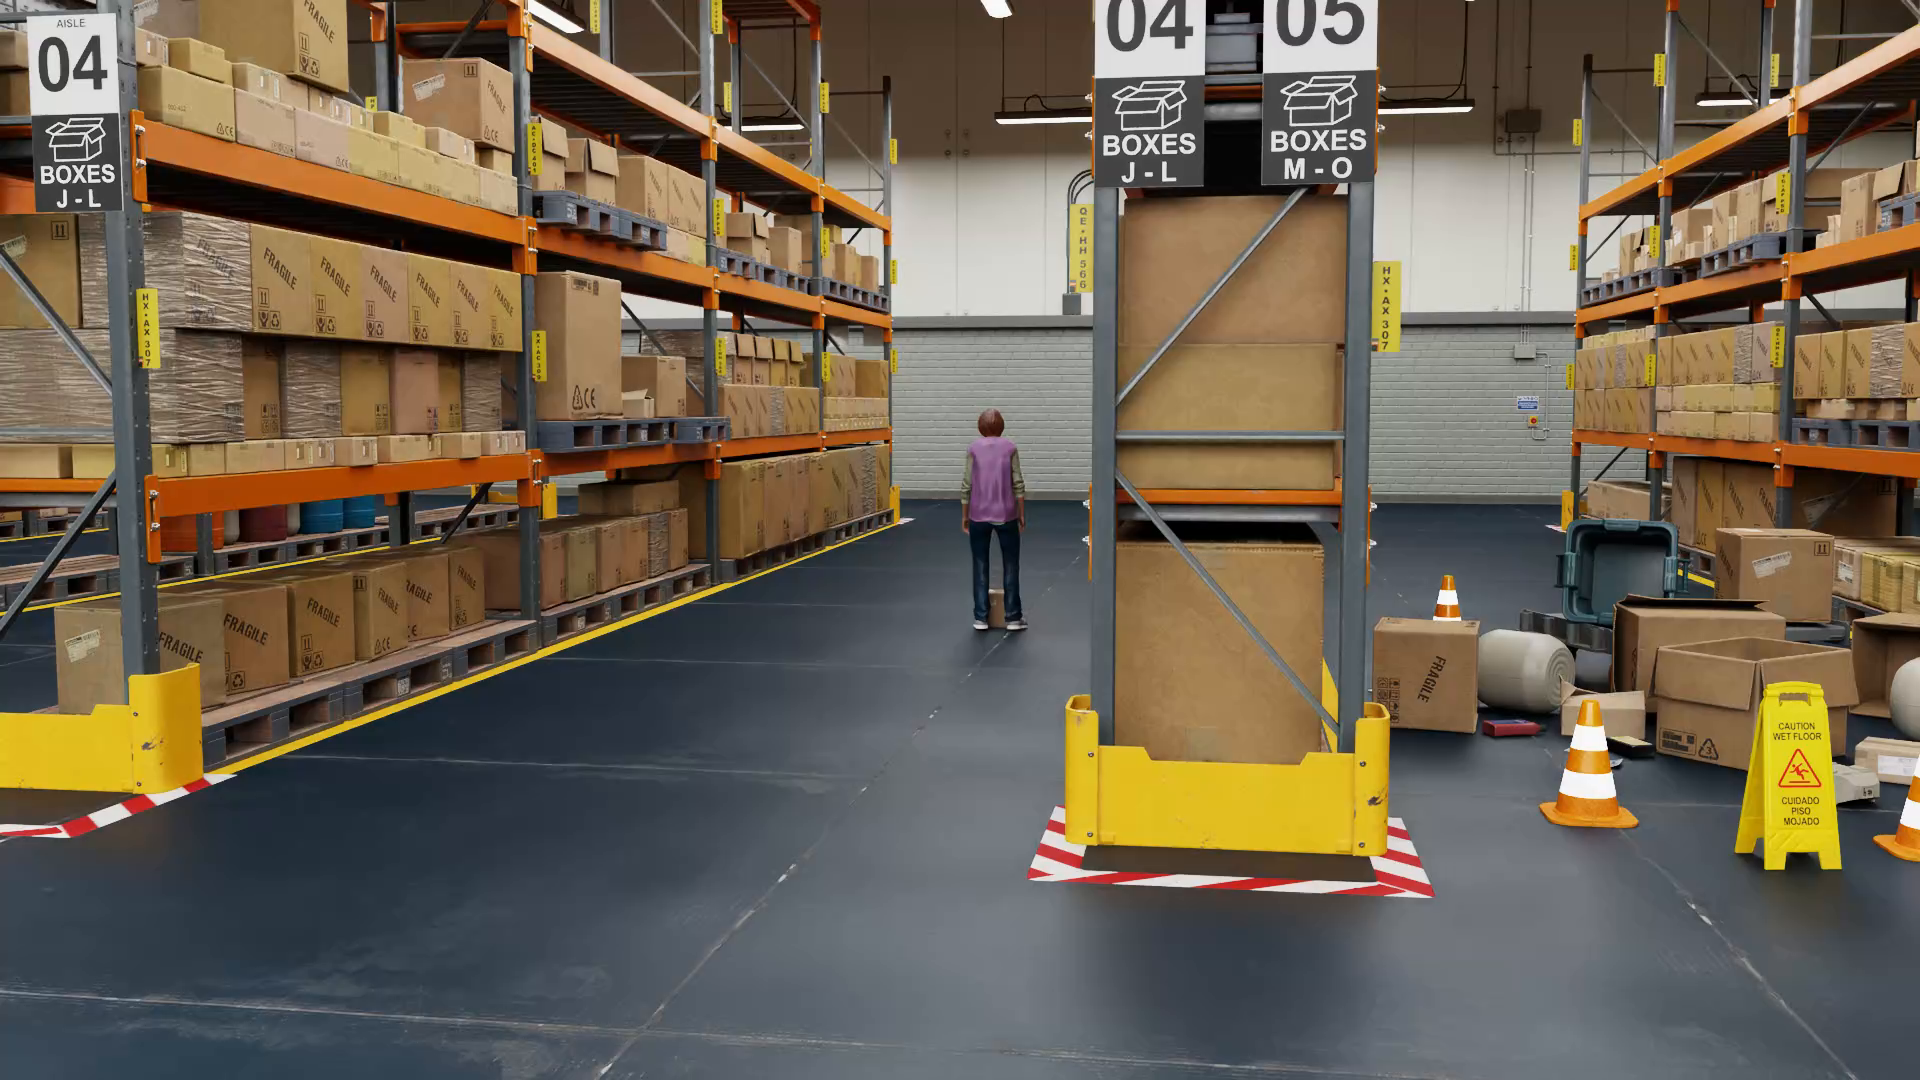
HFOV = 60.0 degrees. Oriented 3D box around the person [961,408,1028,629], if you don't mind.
[{"bbox_3d":[0.245,-0.147,11.932,0.481,1.592,0.347,0,5,5],"label":"person"}]
